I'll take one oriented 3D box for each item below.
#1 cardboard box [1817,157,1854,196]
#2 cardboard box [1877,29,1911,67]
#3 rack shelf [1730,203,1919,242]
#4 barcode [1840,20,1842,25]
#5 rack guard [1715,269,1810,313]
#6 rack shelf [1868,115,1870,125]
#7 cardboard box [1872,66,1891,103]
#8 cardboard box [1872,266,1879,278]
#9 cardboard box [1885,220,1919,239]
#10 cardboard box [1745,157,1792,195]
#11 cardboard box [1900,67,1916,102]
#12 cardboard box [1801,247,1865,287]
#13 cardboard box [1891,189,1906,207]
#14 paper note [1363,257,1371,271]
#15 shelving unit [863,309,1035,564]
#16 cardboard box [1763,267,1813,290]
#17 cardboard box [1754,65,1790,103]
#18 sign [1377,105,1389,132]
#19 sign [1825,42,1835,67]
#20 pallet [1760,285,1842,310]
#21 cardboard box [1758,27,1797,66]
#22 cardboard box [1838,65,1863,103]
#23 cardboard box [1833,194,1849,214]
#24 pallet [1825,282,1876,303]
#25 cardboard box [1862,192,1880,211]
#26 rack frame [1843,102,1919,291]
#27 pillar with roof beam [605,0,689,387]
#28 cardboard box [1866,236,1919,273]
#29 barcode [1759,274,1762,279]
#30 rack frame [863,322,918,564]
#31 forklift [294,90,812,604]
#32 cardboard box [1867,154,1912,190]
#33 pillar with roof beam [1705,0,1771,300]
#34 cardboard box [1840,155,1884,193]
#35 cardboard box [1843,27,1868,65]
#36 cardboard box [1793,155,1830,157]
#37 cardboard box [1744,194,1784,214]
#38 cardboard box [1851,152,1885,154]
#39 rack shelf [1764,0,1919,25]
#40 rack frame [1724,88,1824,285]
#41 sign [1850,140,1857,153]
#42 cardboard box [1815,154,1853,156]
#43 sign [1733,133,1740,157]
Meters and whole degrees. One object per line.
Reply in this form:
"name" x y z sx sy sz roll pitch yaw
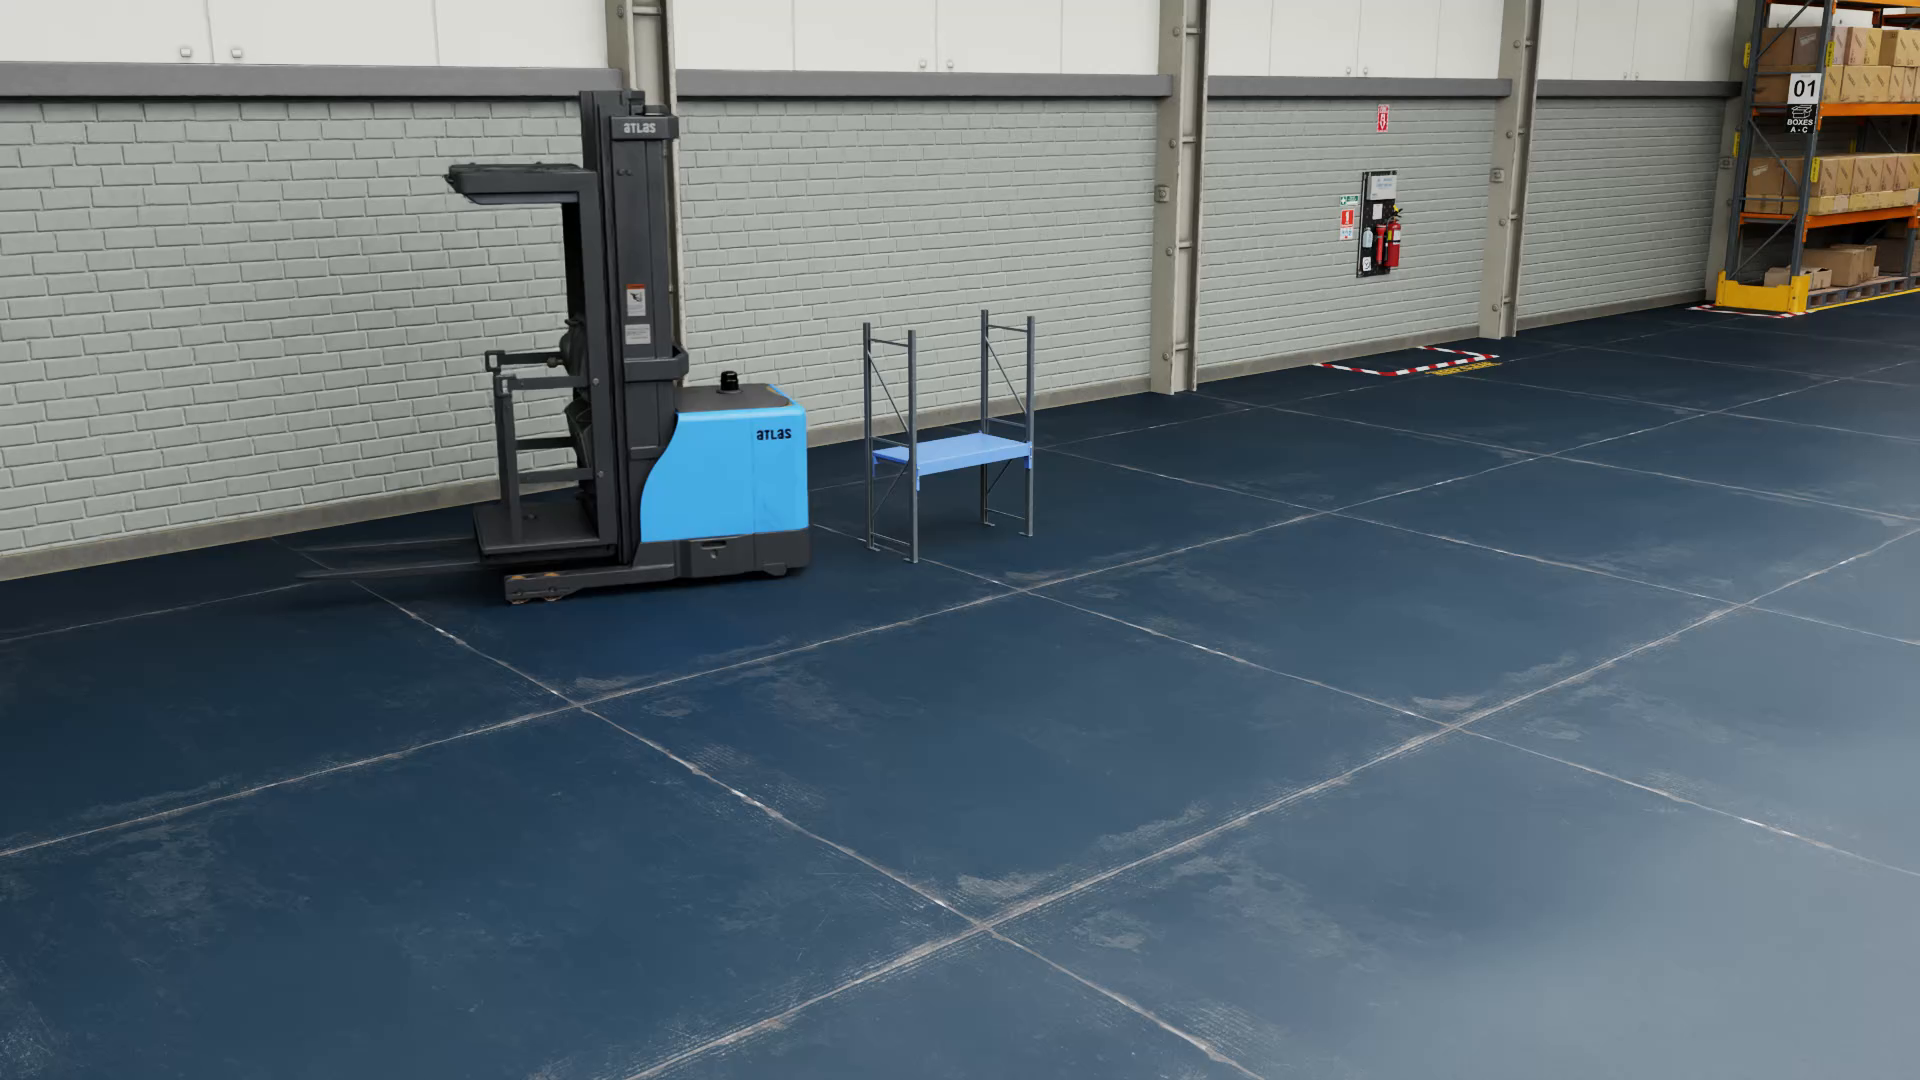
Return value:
"cardboard box" 12.194 -5.121 23.410 0.500 0.500 0.500 -13 19 -39
"cardboard box" 13.281 -7.063 23.896 0.500 0.500 0.500 -14 20 -41
"rack shelf" 12.766 -4.709 24.461 4.000 0.370 1.077 -13 19 -39
"barcode" 12.944 -7.611 24.436 0.075 0.075 0.001 -13 19 -39
"rack guard" 11.315 -3.523 23.471 0.348 0.500 1.175 -13 19 -39
"rack shelf" 15.784 -6.836 26.611 4.000 0.370 1.077 -13 19 -39
"cardboard box" 12.881 -6.501 23.729 0.500 0.500 0.500 -11 19 -36
"cardboard box" 13.891 -4.143 25.584 0.380 0.166 0.250 13 20 40
"cardboard box" 15.149 -4.966 26.566 0.500 0.250 0.500 -13 20 -41
"cardboard box" 11.473 -5.139 23.474 0.500 0.500 0.500 -13 20 -40
"cardboard box" 13.666 -6.686 24.422 0.500 0.500 0.500 14 20 42
"cardboard box" 12.855 -4.034 24.529 0.500 0.500 0.700 -14 21 -43
"cardboard box" 13.735 -5.111 24.822 0.500 0.250 0.500 -13 19 -39
"paper note" 4.623 -3.135 18.881 0.142 0.148 0.016 -13 19 -39
"shelving unit" -0.064 -0.710 11.002 1.048 1.500 0.538 -13 19 -39
"cardboard box" 11.838 -3.731 23.763 0.500 0.311 0.500 13 20 41
"cardboard box" 11.406 -6.345 23.146 0.500 0.500 0.500 -11 18 -35
"sign" 4.730 -4.715 18.598 0.199 0.298 0.001 -13 19 -39
"sign" 11.614 -6.484 22.205 0.005 0.325 0.100 -13 19 -39
"pallet" 11.951 -3.514 23.997 1.213 0.211 1.003 -13 19 -39
"cardboard box" 11.411 -6.832 23.032 0.500 0.500 0.500 -12 19 -37
"cardboard box" 12.102 -6.317 23.042 0.500 0.500 0.500 -11 19 -36
"cardboard box" 12.216 -4.767 23.534 0.500 0.250 0.500 -13 20 -41
"pallet" 12.871 -3.720 24.767 1.213 0.211 1.003 -13 19 -39
"cardboard box" 12.987 -4.937 24.172 0.500 0.250 0.500 -12 19 -39
"rack frame" 14.275 -5.395 25.637 0.127 3.000 1.000 -13 19 -39
"pillar with roof beam" 0.465 -4.016 8.847 0.400 9.000 9.100 -13 19 -39
"cardboard box" 14.819 -4.528 26.381 0.500 0.500 0.700 -12 19 -38
"barcode" 11.589 -3.816 24.065 0.075 0.075 0.001 -13 19 -39
"rack frame" -0.448 -0.624 10.680 0.032 1.500 0.500 -13 19 -39
"forklift" -2.506 -1.190 10.024 3.031 2.935 1.130 -5 16 -18
"cardboard box" 13.748 -5.469 24.711 0.500 0.500 0.500 -13 20 -40
"pillar with roof beam" 14.043 -7.065 20.262 0.400 9.000 9.100 -13 19 -39
"cardboard box" 12.970 -5.298 24.069 0.500 0.500 0.500 -12 19 -38
"cardboard box" 12.119 -6.801 22.917 0.500 0.500 0.500 -13 20 -40
"cardboard box" 12.247 -5.310 24.117 0.500 0.500 0.500 -13 20 -41
"cardboard box" 11.483 -4.772 23.554 0.500 0.250 0.500 -12 19 -39
"cardboard box" 13.783 -5.656 25.411 0.500 0.500 0.500 -13 20 -41
"rack shelf" 12.766 -7.606 23.687 4.000 0.370 1.077 -13 19 -39
"rack frame" 11.257 -4.718 23.100 0.127 3.000 1.000 -13 19 -39
"sign" 13.908 -6.062 25.889 0.005 0.325 0.100 -13 19 -39
"cardboard box" 13.011 -5.486 24.773 0.500 0.500 0.500 -12 19 -38
"sign" 10.908 -5.541 23.327 0.005 0.325 0.100 -13 19 -39
